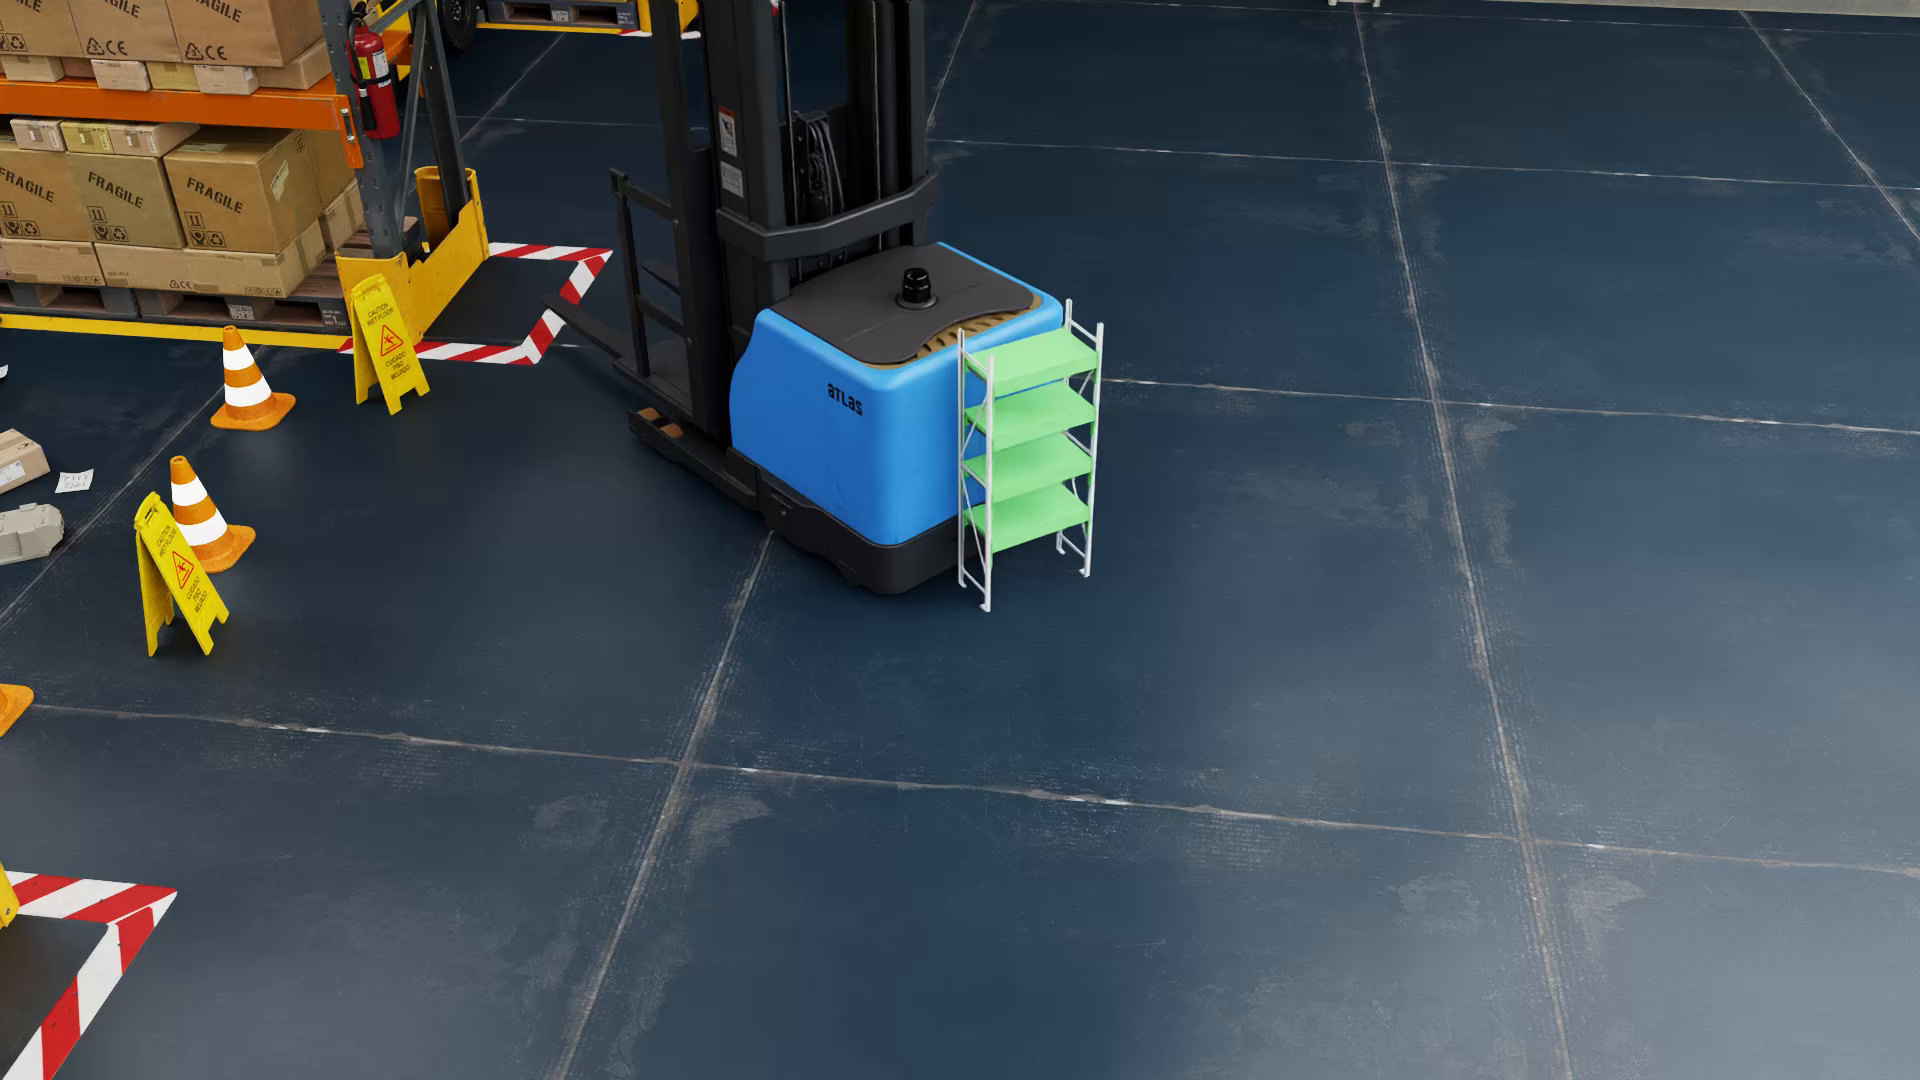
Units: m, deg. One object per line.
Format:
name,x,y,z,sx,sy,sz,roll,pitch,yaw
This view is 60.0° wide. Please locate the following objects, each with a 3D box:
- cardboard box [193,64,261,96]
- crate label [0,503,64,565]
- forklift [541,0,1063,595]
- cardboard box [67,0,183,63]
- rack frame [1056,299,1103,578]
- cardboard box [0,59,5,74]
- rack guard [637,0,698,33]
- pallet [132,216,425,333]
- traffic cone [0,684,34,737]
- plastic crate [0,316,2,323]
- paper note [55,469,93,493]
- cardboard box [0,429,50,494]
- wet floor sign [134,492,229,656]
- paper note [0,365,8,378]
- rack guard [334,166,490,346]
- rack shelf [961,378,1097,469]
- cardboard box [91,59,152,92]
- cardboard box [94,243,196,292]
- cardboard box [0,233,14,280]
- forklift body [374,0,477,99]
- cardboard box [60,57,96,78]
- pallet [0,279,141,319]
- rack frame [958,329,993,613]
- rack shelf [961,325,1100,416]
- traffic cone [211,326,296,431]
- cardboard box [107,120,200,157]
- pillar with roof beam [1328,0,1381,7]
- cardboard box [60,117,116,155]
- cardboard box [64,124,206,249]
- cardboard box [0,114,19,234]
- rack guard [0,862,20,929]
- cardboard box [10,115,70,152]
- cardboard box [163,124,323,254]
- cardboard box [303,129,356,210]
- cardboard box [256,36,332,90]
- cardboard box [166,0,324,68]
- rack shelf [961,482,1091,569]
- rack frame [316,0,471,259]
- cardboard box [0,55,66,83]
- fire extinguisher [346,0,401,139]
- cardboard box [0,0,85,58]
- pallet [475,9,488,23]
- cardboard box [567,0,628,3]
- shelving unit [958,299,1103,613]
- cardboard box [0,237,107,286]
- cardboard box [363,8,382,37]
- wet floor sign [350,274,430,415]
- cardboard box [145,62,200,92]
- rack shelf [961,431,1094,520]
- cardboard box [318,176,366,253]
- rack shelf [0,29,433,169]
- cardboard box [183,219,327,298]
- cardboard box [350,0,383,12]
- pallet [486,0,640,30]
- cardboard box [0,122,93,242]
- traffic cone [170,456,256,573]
cardboard box,-3.523,-2.315,8.128,0.250,0.149,0.380,4,36,5
crate label,-4.042,-0.039,7.187,0.298,0.136,0.250,-14,38,-18
forklift,-0.918,-1.743,7.170,1.130,2.935,3.031,-27,44,-33
cardboard box,-3.929,-2.641,8.026,0.500,0.500,0.500,4,36,6
rack frame,0.481,-0.392,6.766,0.015,1.200,0.240,-18,39,-24
cardboard box,-4.771,-2.484,8.365,0.250,0.149,0.380,4,36,6
rack guard,-2.207,-4.399,12.983,0.348,0.500,1.175,4,36,6
pallet,-3.736,-1.509,9.183,1.213,0.211,1.003,4,36,6
traffic cone,-3.735,0.477,6.184,0.334,0.463,0.336,4,36,6
plastic crate,-5.374,-1.077,8.690,0.583,0.080,0.402,-7,36,-10
paper note,-4.050,-0.272,7.605,0.142,0.019,0.148,-7,36,-10
cardboard box,-4.416,-0.331,7.585,0.250,0.149,0.380,24,42,30
wet floor sign,-3.109,0.121,6.525,0.232,0.644,0.267,-2,36,-2
paper note,-4.899,-0.837,8.396,0.148,0.019,0.142,-7,36,-10
rack guard,-2.935,-1.546,8.986,0.348,0.500,1.175,4,36,6
rack shelf,0.269,-0.465,6.565,0.480,0.148,0.258,-18,39,-24
cardboard box,-4.034,-2.348,8.174,0.250,0.149,0.380,5,36,7
cardboard box,-4.208,-1.557,8.855,0.500,0.250,0.500,4,36,6
cardboard box,-5.218,-1.636,8.965,0.500,0.250,0.500,4,36,5
forklift body,-4.344,-4.162,11.230,1.214,2.155,2.313,4,36,6
cardboard box,-4.270,-2.448,8.314,0.250,0.149,0.380,5,36,7
pallet,-4.942,-1.601,9.311,1.213,0.211,1.003,4,36,6
rack frame,0.057,-0.251,6.568,0.015,1.200,0.240,-18,39,-24
rack shelf,0.269,-0.660,6.426,0.480,0.148,0.258,-18,39,-24
traffic cone,-3.450,-0.814,7.992,0.334,0.463,0.336,4,36,6
cardboard box,-4.060,-2.076,8.379,0.250,0.149,0.380,5,36,7
pillar with roof beam,2.596,-5.506,7.219,0.400,9.000,9.100,4,36,6
cardboard box,-4.309,-2.097,8.407,0.250,0.149,0.380,5,36,7
cardboard box,-4.205,-1.861,8.635,0.500,0.500,0.500,6,36,8
cardboard box,-5.229,-1.939,8.745,0.500,0.500,0.500,6,36,8
rack guard,-3.366,1.321,4.969,0.348,0.500,1.175,4,36,6
cardboard box,-4.570,-2.117,8.436,0.250,0.149,0.380,6,36,8
cardboard box,-3.687,-1.824,8.583,0.500,0.500,0.500,4,36,6
cardboard box,-3.648,-2.135,9.020,0.500,0.500,0.500,3,36,4
cardboard box,-3.257,-2.360,8.191,0.250,0.149,0.380,5,36,8
cardboard box,-3.433,-2.601,7.970,0.500,0.500,0.500,4,36,5
rack shelf,0.269,-0.074,6.844,0.480,0.148,0.258,-18,39,-24
rack frame,-2.859,-2.558,8.252,0.127,3.000,1.000,4,36,6
cardboard box,-4.535,-2.414,8.267,0.250,0.149,0.380,4,36,5
fire extinguisher,-2.804,-2.252,7.890,0.183,0.674,0.296,4,36,6
cardboard box,-4.424,-2.680,8.081,0.500,0.500,0.500,4,36,6
pallet,-4.201,-4.407,13.244,1.213,0.211,1.003,4,36,6
cardboard box,-2.737,-4.323,12.730,0.500,0.250,0.500,5,36,6
shelving unit,0.269,-0.321,6.667,0.503,1.200,0.258,-18,39,-24
cardboard box,-4.728,-1.593,8.905,0.500,0.250,0.500,3,36,4
cardboard box,-3.170,-2.600,8.527,0.250,0.149,0.380,4,36,6
wet floor sign,-2.807,-0.969,8.052,0.232,0.644,0.267,17,39,22
cardboard box,-3.774,-2.346,8.171,0.250,0.149,0.380,4,36,5
rack shelf,0.269,-0.269,6.705,0.480,0.148,0.258,-18,39,-24
cardboard box,-3.624,-1.829,9.236,0.500,0.250,0.500,4,36,6
rack shelf,-4.843,-2.413,8.668,4.000,0.370,1.077,4,36,6
cardboard box,-3.719,-1.516,8.798,0.500,0.250,0.500,4,36,6
cardboard box,-3.294,-2.915,8.409,0.500,0.500,0.500,4,36,5
pallet,-2.995,-4.316,13.115,1.213,0.211,1.003,4,36,6
cardboard box,-4.705,-1.902,8.693,0.500,0.500,0.500,3,36,5
traffic cone,-3.254,-0.149,7.061,0.334,0.463,0.336,4,36,6
